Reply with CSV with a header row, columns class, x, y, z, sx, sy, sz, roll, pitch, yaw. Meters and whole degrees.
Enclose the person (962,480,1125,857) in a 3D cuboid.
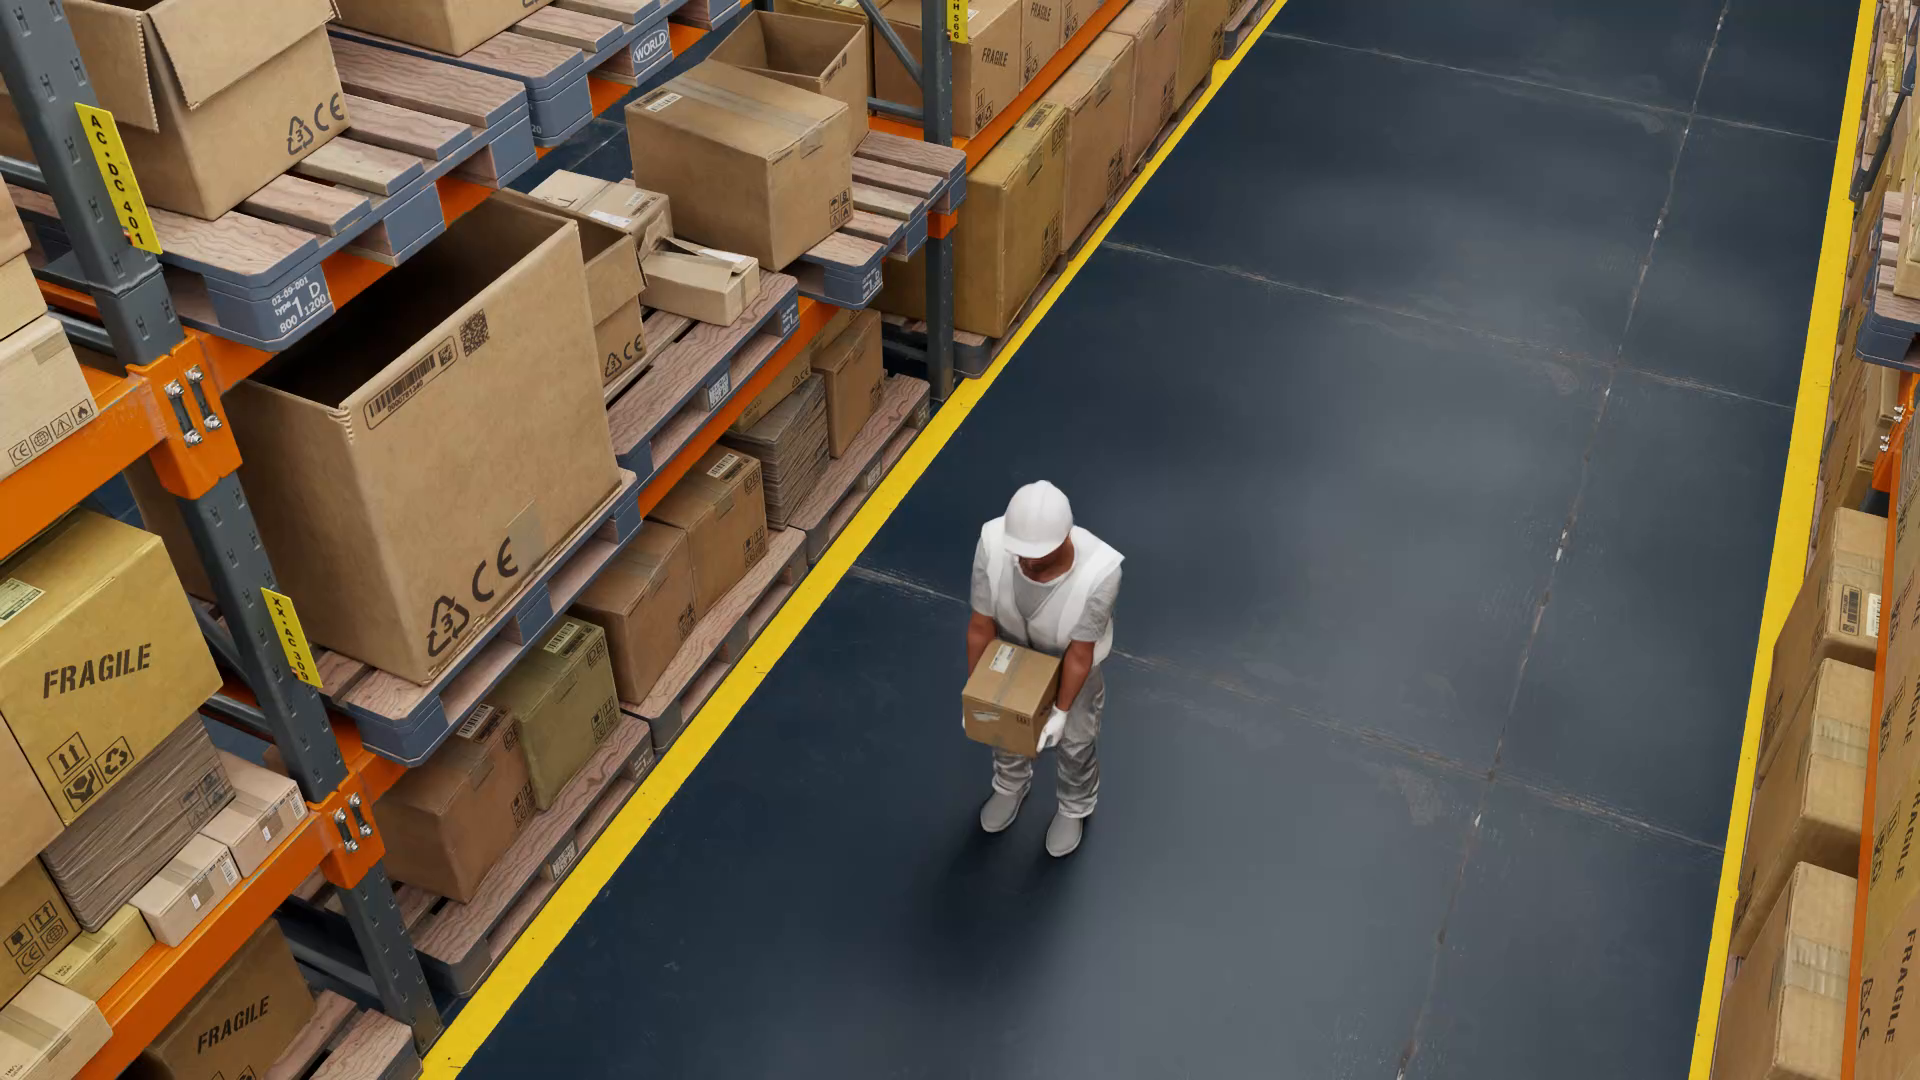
class,x,y,z,sx,sy,sz,roll,pitch,yaw
person,0.275,0.445,5.673,0.488,1.744,0.612,17,44,18
